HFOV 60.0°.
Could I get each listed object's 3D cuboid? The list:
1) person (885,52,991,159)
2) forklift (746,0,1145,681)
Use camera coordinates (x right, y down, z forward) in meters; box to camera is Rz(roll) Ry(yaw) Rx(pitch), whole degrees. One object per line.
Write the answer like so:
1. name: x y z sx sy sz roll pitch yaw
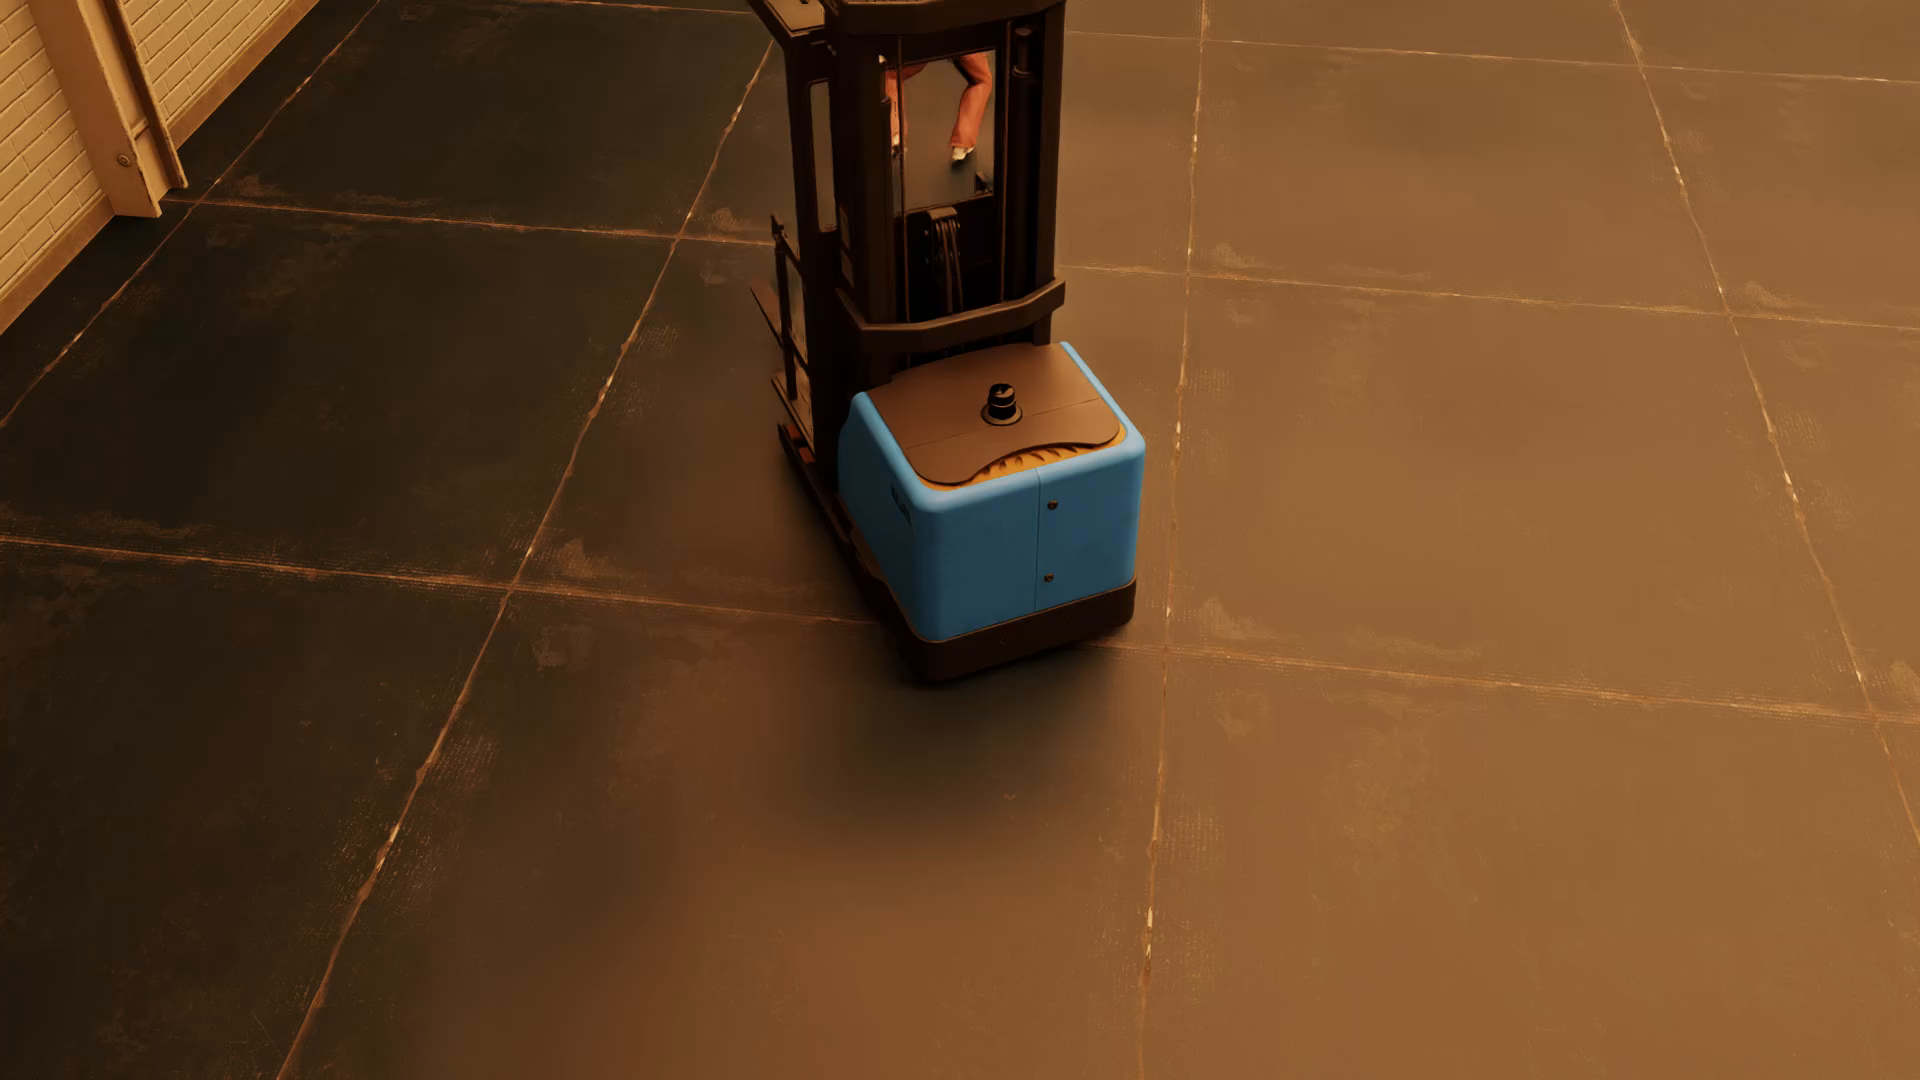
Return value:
1. person: -0.003 -3.008 10.024 0.986 1.525 0.640 -2 43 -2
2. forklift: -0.260 -1.480 7.335 1.130 2.935 3.031 -16 45 -16
